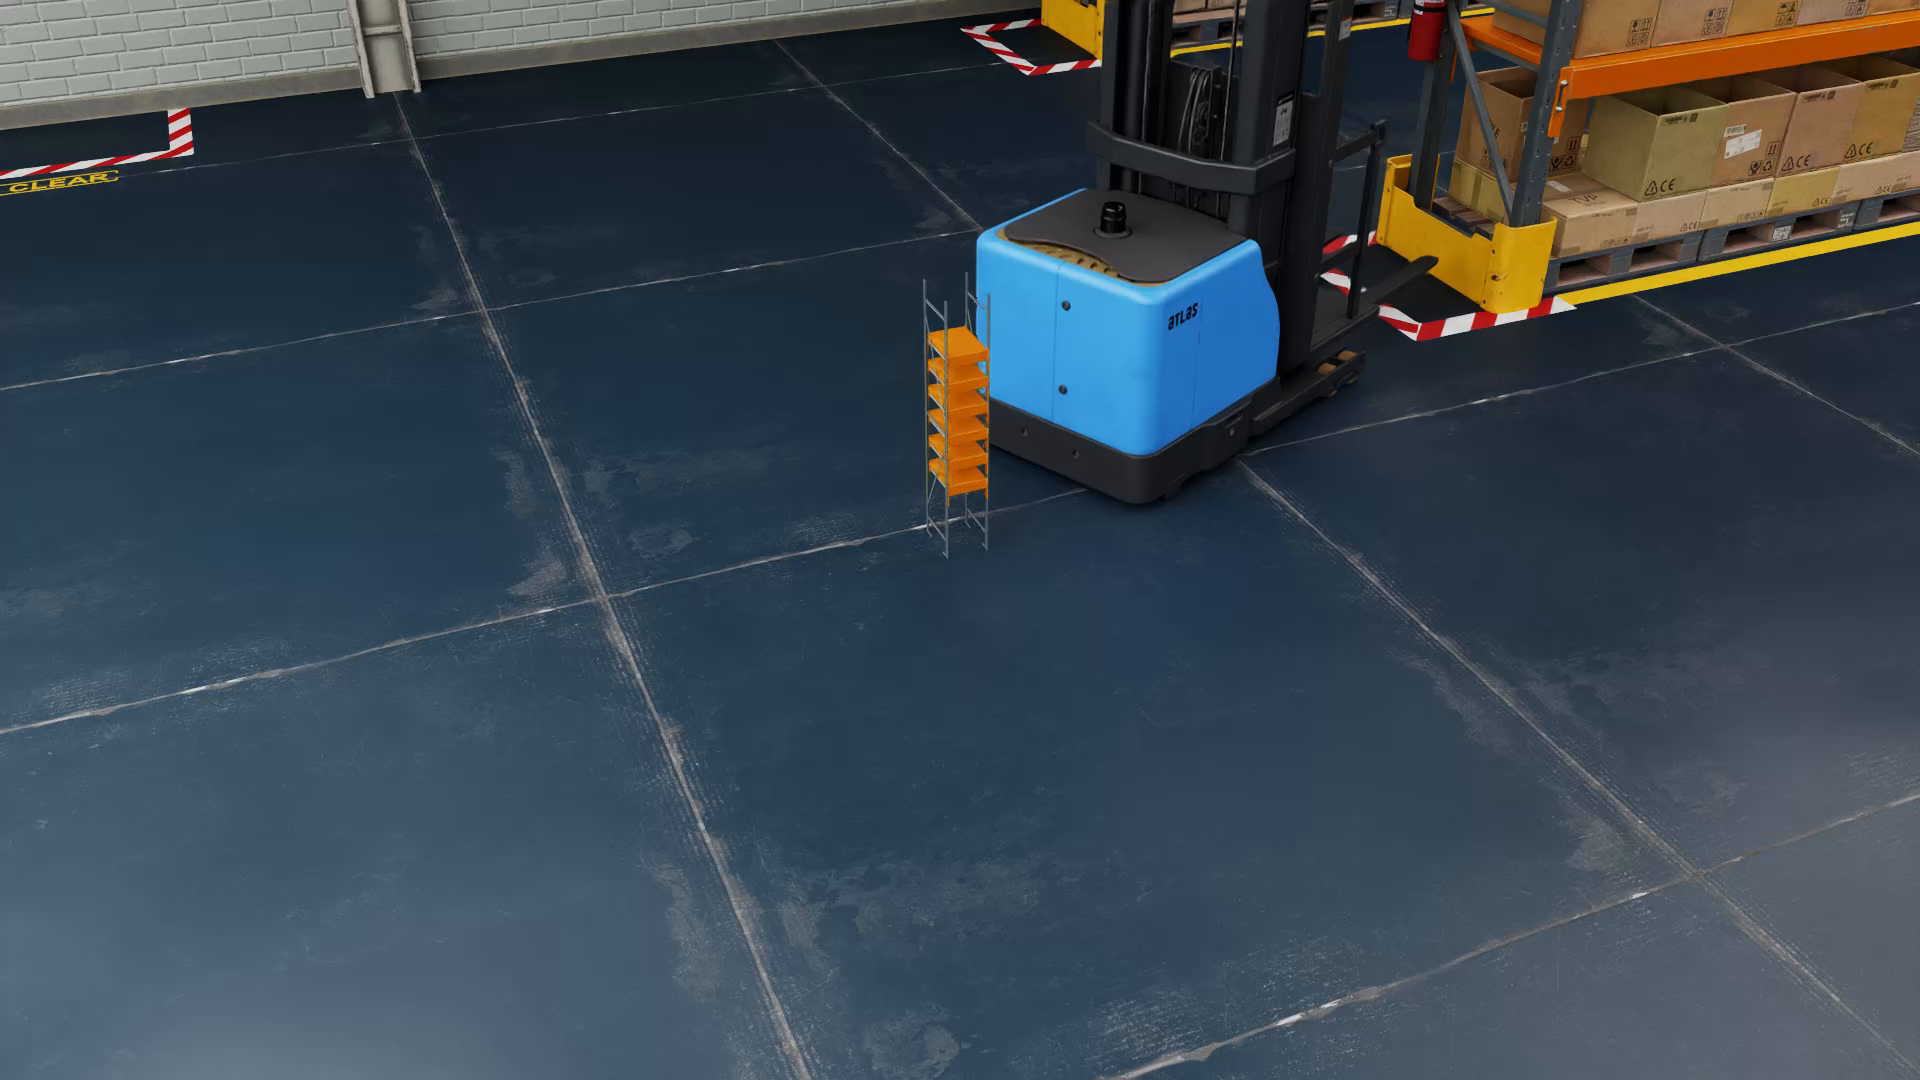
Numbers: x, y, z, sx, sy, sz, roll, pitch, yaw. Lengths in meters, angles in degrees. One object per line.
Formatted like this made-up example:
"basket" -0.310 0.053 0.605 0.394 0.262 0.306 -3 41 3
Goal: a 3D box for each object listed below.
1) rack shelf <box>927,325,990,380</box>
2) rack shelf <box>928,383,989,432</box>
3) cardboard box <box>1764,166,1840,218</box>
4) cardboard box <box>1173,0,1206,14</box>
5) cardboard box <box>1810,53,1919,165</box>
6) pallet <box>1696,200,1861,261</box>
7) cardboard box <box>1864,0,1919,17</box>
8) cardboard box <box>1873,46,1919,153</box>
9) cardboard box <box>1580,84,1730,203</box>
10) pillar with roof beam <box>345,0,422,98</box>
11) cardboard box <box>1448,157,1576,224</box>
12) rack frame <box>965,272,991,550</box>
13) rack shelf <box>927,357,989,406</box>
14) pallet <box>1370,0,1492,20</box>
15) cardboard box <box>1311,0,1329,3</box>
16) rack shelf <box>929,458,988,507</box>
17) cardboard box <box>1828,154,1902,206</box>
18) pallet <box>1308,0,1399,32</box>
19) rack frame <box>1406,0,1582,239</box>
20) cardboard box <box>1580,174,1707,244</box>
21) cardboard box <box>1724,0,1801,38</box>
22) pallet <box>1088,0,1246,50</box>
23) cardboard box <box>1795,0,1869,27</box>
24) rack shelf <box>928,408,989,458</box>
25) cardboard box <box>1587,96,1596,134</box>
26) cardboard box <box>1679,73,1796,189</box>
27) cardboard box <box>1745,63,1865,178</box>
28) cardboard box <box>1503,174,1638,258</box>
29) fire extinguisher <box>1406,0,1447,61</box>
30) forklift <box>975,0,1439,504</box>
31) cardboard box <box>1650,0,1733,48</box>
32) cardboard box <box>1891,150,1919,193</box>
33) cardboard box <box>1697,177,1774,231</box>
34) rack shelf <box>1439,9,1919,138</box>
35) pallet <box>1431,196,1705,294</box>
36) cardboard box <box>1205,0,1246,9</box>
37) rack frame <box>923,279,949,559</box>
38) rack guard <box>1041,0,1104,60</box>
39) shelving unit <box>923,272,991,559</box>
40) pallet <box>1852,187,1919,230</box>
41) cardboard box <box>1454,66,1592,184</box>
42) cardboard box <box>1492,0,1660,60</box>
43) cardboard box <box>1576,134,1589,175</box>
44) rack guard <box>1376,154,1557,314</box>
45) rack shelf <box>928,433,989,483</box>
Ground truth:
"rack shelf" -0.013 -0.764 6.746 0.180 0.103 0.258 -13 35 -19
"rack shelf" -0.013 -0.563 6.877 0.180 0.103 0.258 -13 35 -19
"cardboard box" 4.858 -2.167 9.967 0.500 0.250 0.500 -13 35 -19
"cardboard box" 1.646 -4.475 13.439 0.500 0.311 0.500 -17 37 -24
"cardboard box" 5.314 -2.594 9.935 0.500 0.500 0.500 -13 35 -19
"pallet" 4.706 -2.096 10.278 1.213 0.211 1.003 -13 35 -19
"cardboard box" 5.227 -3.398 9.630 0.500 0.500 0.700 -12 35 -18
"cardboard box" 5.773 -2.702 10.100 0.500 0.500 0.500 -13 35 -19
"cardboard box" 3.935 -2.272 9.441 0.500 0.500 0.500 -13 35 -19
"pillar with roof beam" -2.582 -4.983 6.657 0.400 9.000 9.100 -13 35 -19
"cardboard box" 3.274 -2.112 9.882 0.500 0.250 0.500 -13 35 -19
"rack frame" 0.071 -0.519 6.948 0.006 1.200 0.240 -13 35 -19
"rack shelf" -0.013 -0.664 6.811 0.180 0.103 0.258 -13 35 -19
"pallet" 4.055 -4.833 14.484 1.213 0.211 1.003 -13 35 -19
"cardboard box" 2.867 -4.804 13.772 0.500 0.500 0.700 -15 36 -22
"rack shelf" -0.013 -0.261 7.073 0.180 0.103 0.258 -13 35 -19
"cardboard box" 5.319 -2.273 10.130 0.500 0.250 0.500 -13 35 -19
"pallet" 2.929 -4.573 14.085 1.213 0.211 1.003 -13 35 -19
"rack frame" 2.894 -2.827 8.844 0.127 3.000 1.000 -13 35 -19
"cardboard box" 3.934 -1.959 9.647 0.500 0.250 0.500 -13 35 -19
"cardboard box" 4.272 -3.176 9.289 0.500 0.500 0.700 -13 35 -19
"pallet" 1.806 -4.318 13.693 1.213 0.211 1.003 -13 35 -19
"cardboard box" 4.756 -3.289 9.463 0.500 0.500 0.700 -12 35 -18
"rack shelf" -0.013 -0.463 6.942 0.180 0.103 0.258 -13 35 -19
"cardboard box" 4.189 -2.646 10.015 0.500 0.500 0.500 -13 35 -19
"cardboard box" 4.391 -2.384 9.613 0.500 0.500 0.500 -13 35 -19
"cardboard box" 4.859 -2.481 9.762 0.500 0.500 0.500 -13 35 -19
"cardboard box" 3.474 -1.852 9.481 0.500 0.250 0.500 -13 35 -19
"fire extinguisher" 2.605 -3.003 9.186 0.183 0.674 0.296 -13 35 -19
"forklift" 1.411 -2.111 7.807 1.130 2.935 3.031 26 41 34
"cardboard box" 3.812 -3.074 9.132 0.500 0.500 0.700 -12 35 -18
"cardboard box" 5.774 -2.386 10.303 0.500 0.250 0.500 -13 35 -19
"cardboard box" 4.395 -2.064 9.808 0.500 0.250 0.500 -13 35 -19
"rack shelf" 4.738 -2.947 9.689 4.000 0.370 1.077 -13 35 -19
"pallet" 3.583 -1.840 9.885 1.213 0.211 1.003 -13 35 -19
"cardboard box" 2.171 -4.595 13.624 0.500 0.311 0.500 -10 34 -15
"rack frame" -0.098 -0.481 6.888 0.006 1.200 0.240 -13 35 -19
"rack guard" 1.043 -4.285 13.378 0.348 0.500 1.175 -13 35 -19
"shelving unit" -0.013 -0.500 6.918 0.189 1.200 0.258 -13 35 -19
"pallet" 5.833 -2.356 10.677 1.213 0.211 1.003 -13 35 -19
"cardboard box" 3.273 -2.427 9.679 0.500 0.500 0.500 -13 35 -19
"cardboard box" 3.329 -2.961 8.958 0.500 0.500 0.700 -13 35 -19
"cardboard box" 3.730 -2.224 10.053 0.500 0.250 0.500 -13 35 -19
"rack guard" 2.872 -1.774 9.518 0.348 0.500 1.175 -13 35 -19
"rack shelf" -0.013 -0.362 7.008 0.180 0.103 0.258 -13 35 -19
